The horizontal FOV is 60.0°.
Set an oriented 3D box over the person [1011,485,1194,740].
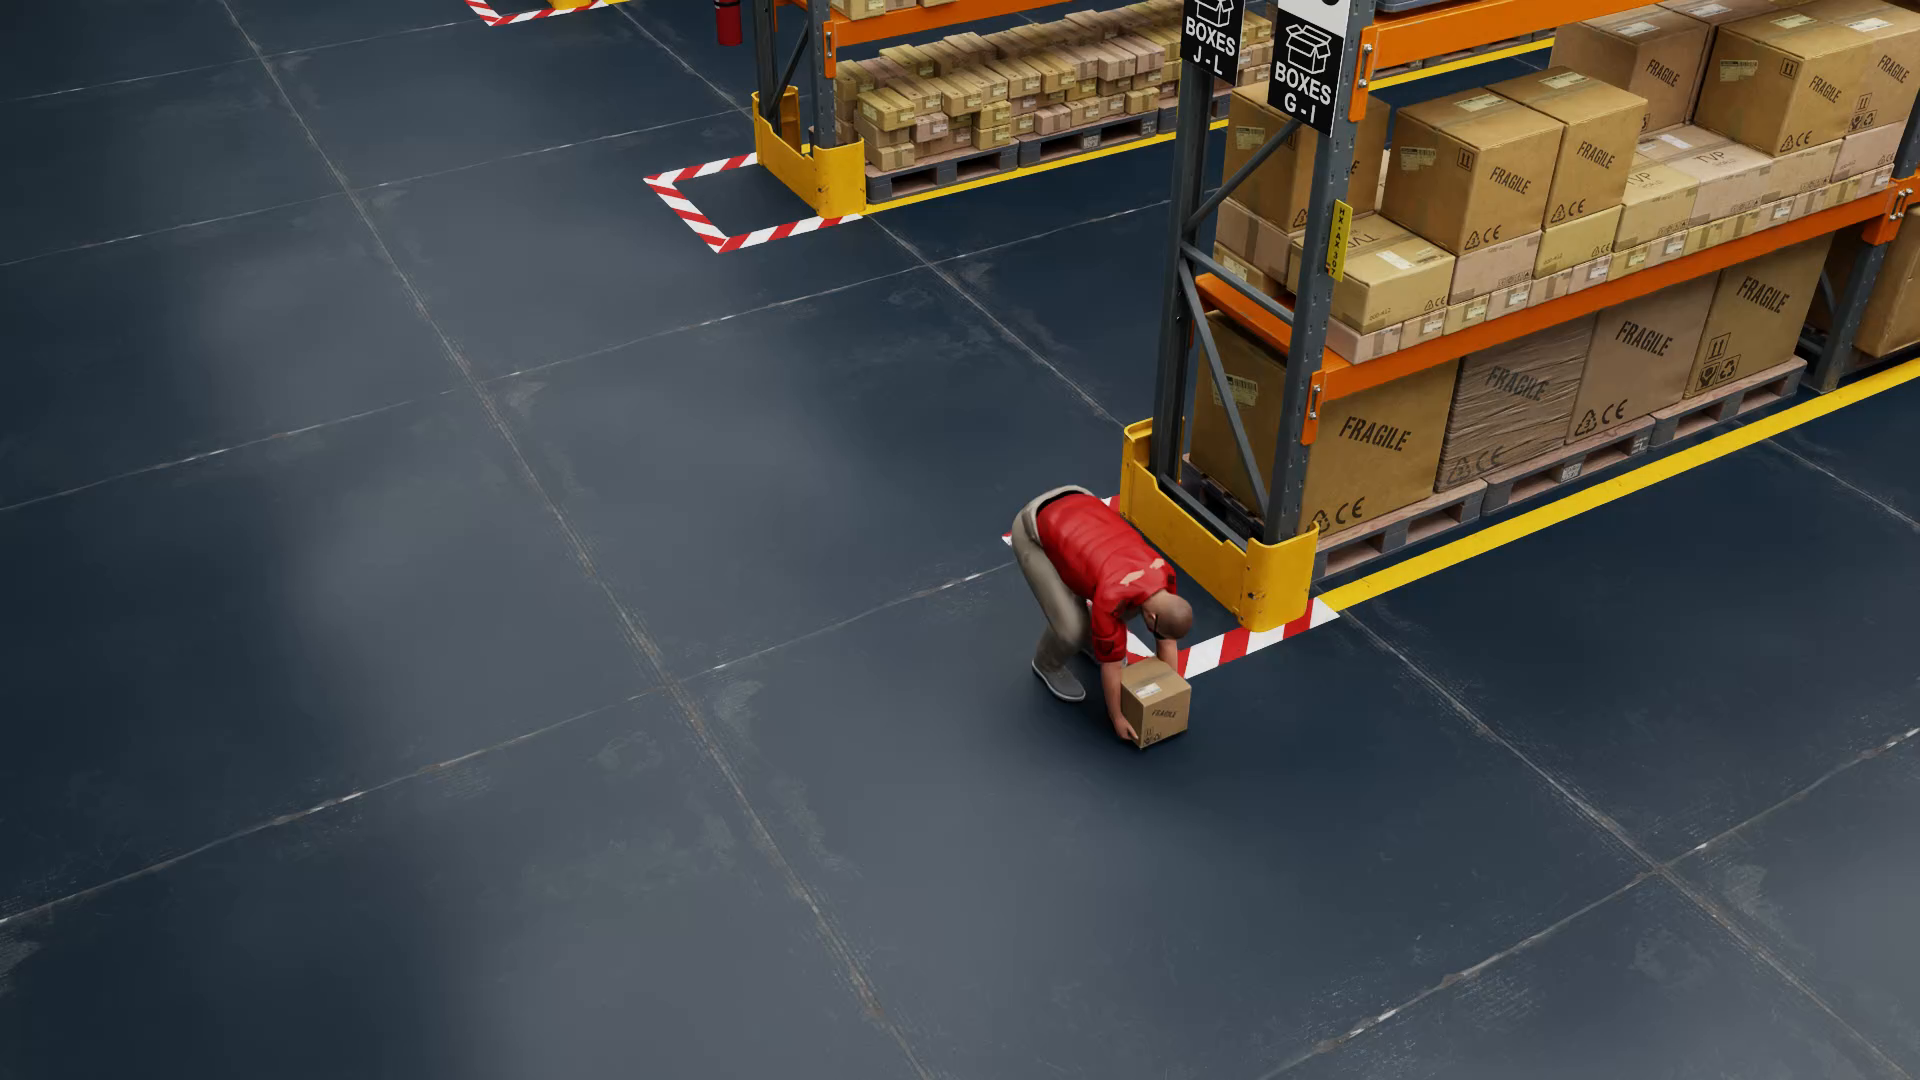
[{"bbox_3d":[0.635,0.299,7.229,0.533,0.907,0.955,-26,44,-31],"label":"person"}]
